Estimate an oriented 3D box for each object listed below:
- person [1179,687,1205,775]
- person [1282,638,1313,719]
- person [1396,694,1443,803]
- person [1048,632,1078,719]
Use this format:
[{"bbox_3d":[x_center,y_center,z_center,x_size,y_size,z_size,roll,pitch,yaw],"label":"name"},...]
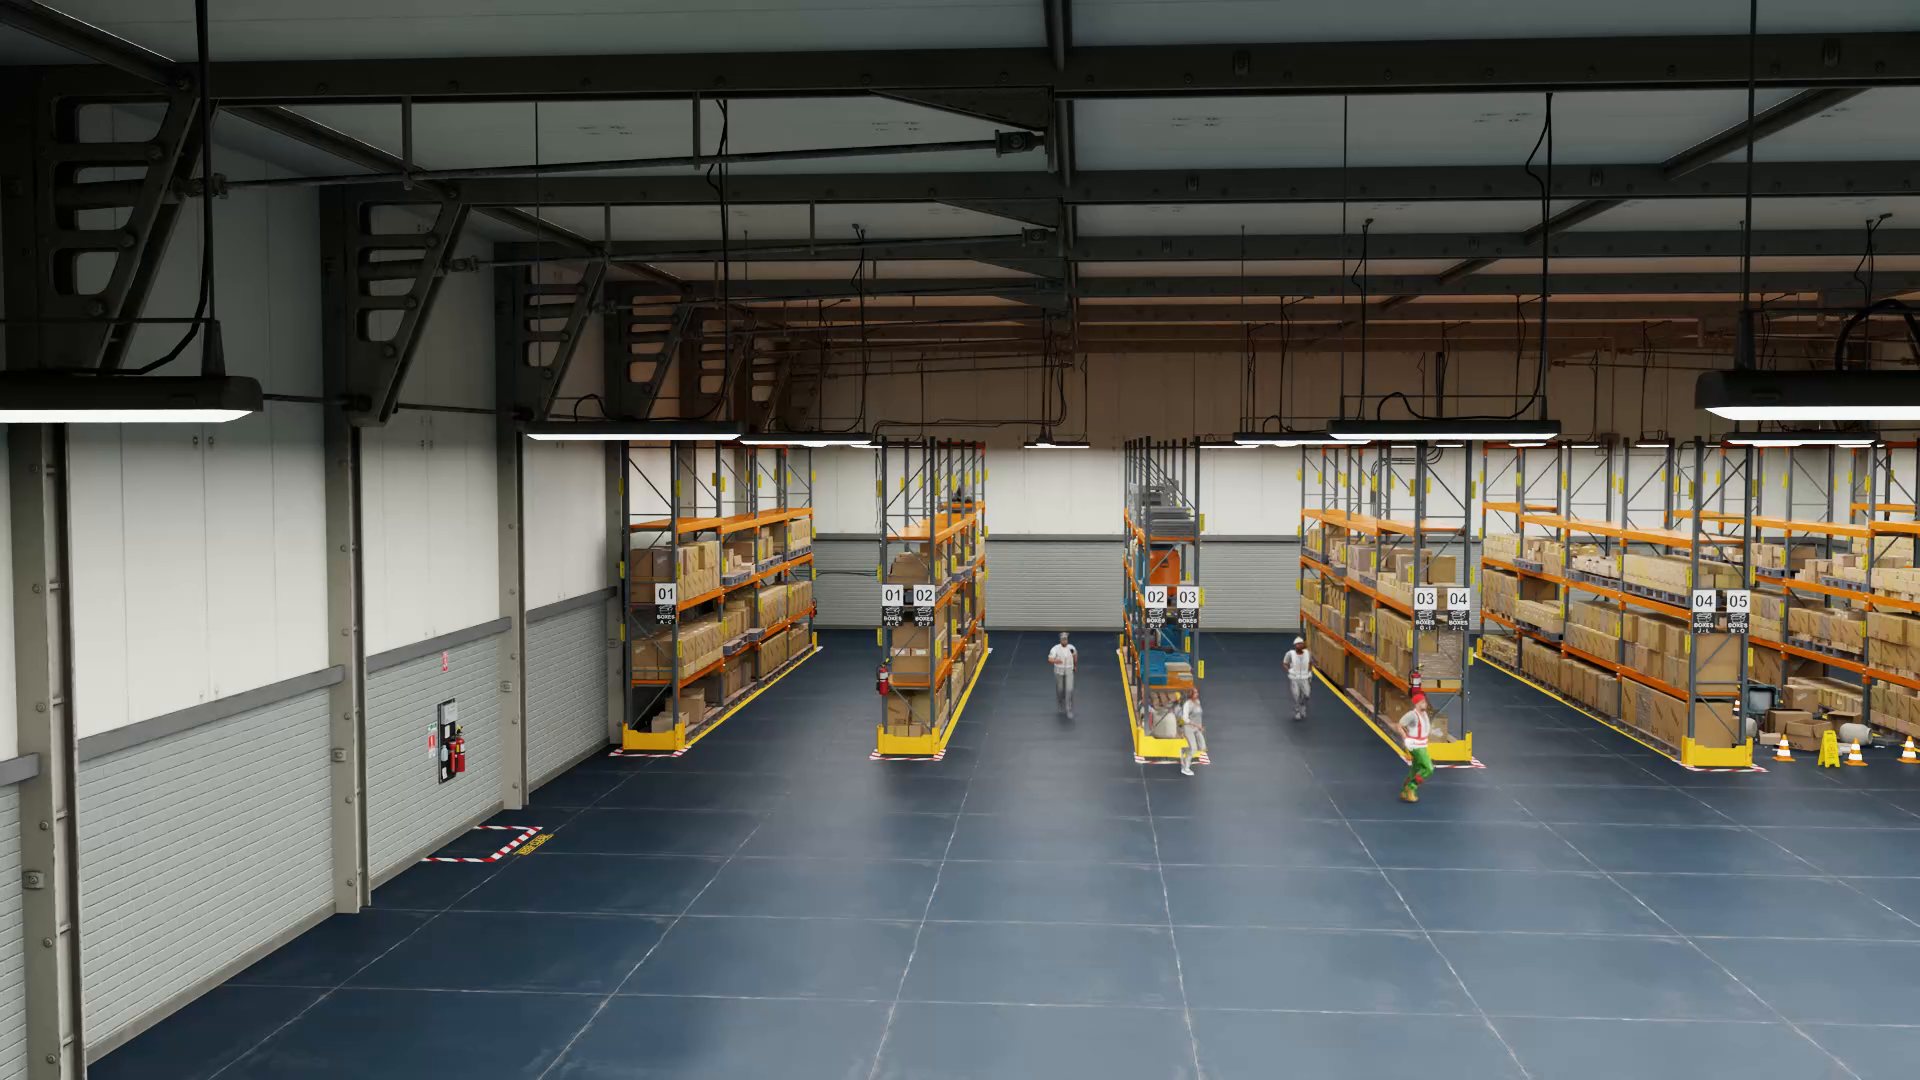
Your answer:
[{"bbox_3d":[4.129,3.376,29.459,0.607,1.560,0.578,3,4,44],"label":"person"},{"bbox_3d":[7.212,2.949,35.372,0.681,1.741,0.571,0,3,-2],"label":"person"},{"bbox_3d":[7.514,3.385,27.087,0.659,1.763,0.603,2,4,38],"label":"person"},{"bbox_3d":[2.237,2.897,36.007,0.650,1.821,0.895,0,3,-1],"label":"person"}]
